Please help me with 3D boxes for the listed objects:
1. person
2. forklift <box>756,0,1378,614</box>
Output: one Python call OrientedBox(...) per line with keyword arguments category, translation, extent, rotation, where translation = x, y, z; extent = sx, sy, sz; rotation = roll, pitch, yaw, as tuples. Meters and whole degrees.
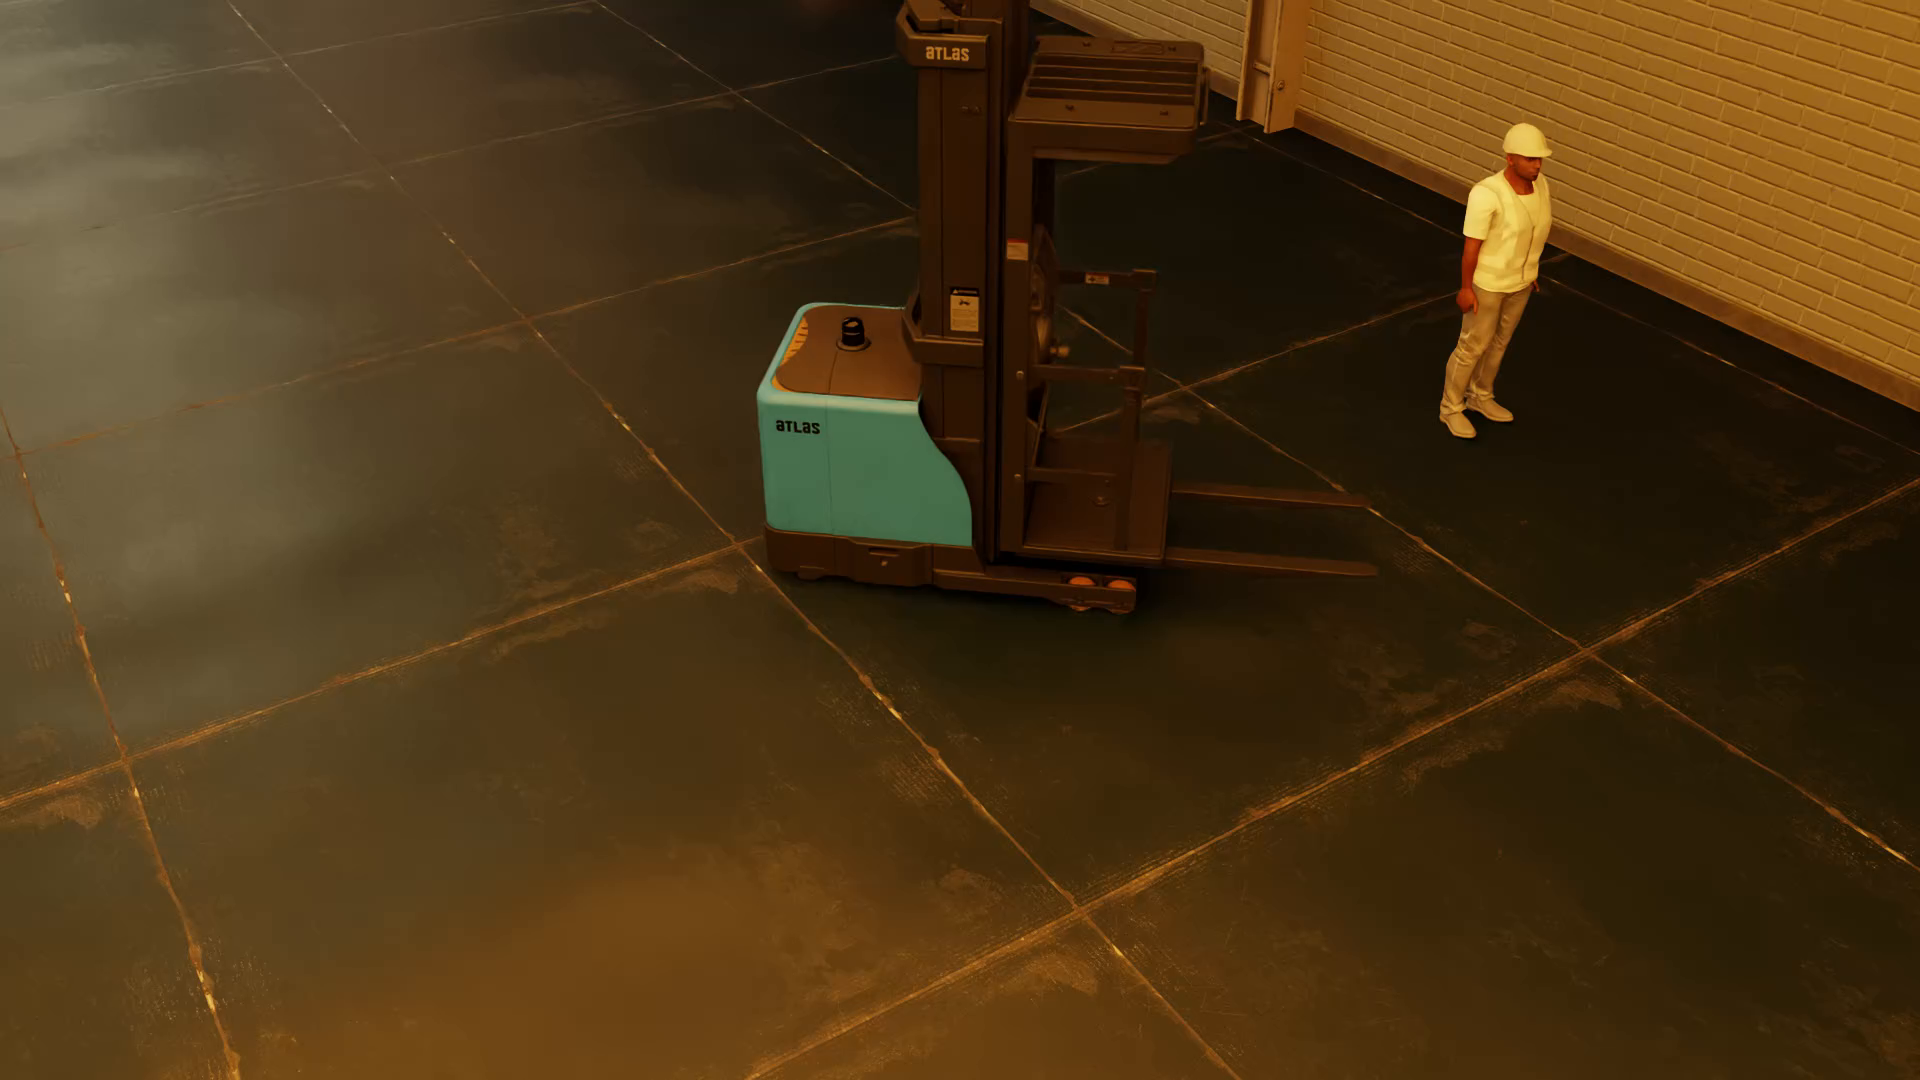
OrientedBox(category="person", translation=(2.996, -1.435, 9.201), extent=(0.564, 1.771, 0.370), rotation=(-20, 40, -26))
OrientedBox(category="forklift", translation=(0.580, -1.163, 7.804), extent=(3.031, 2.935, 1.130), rotation=(5, 35, 7))
